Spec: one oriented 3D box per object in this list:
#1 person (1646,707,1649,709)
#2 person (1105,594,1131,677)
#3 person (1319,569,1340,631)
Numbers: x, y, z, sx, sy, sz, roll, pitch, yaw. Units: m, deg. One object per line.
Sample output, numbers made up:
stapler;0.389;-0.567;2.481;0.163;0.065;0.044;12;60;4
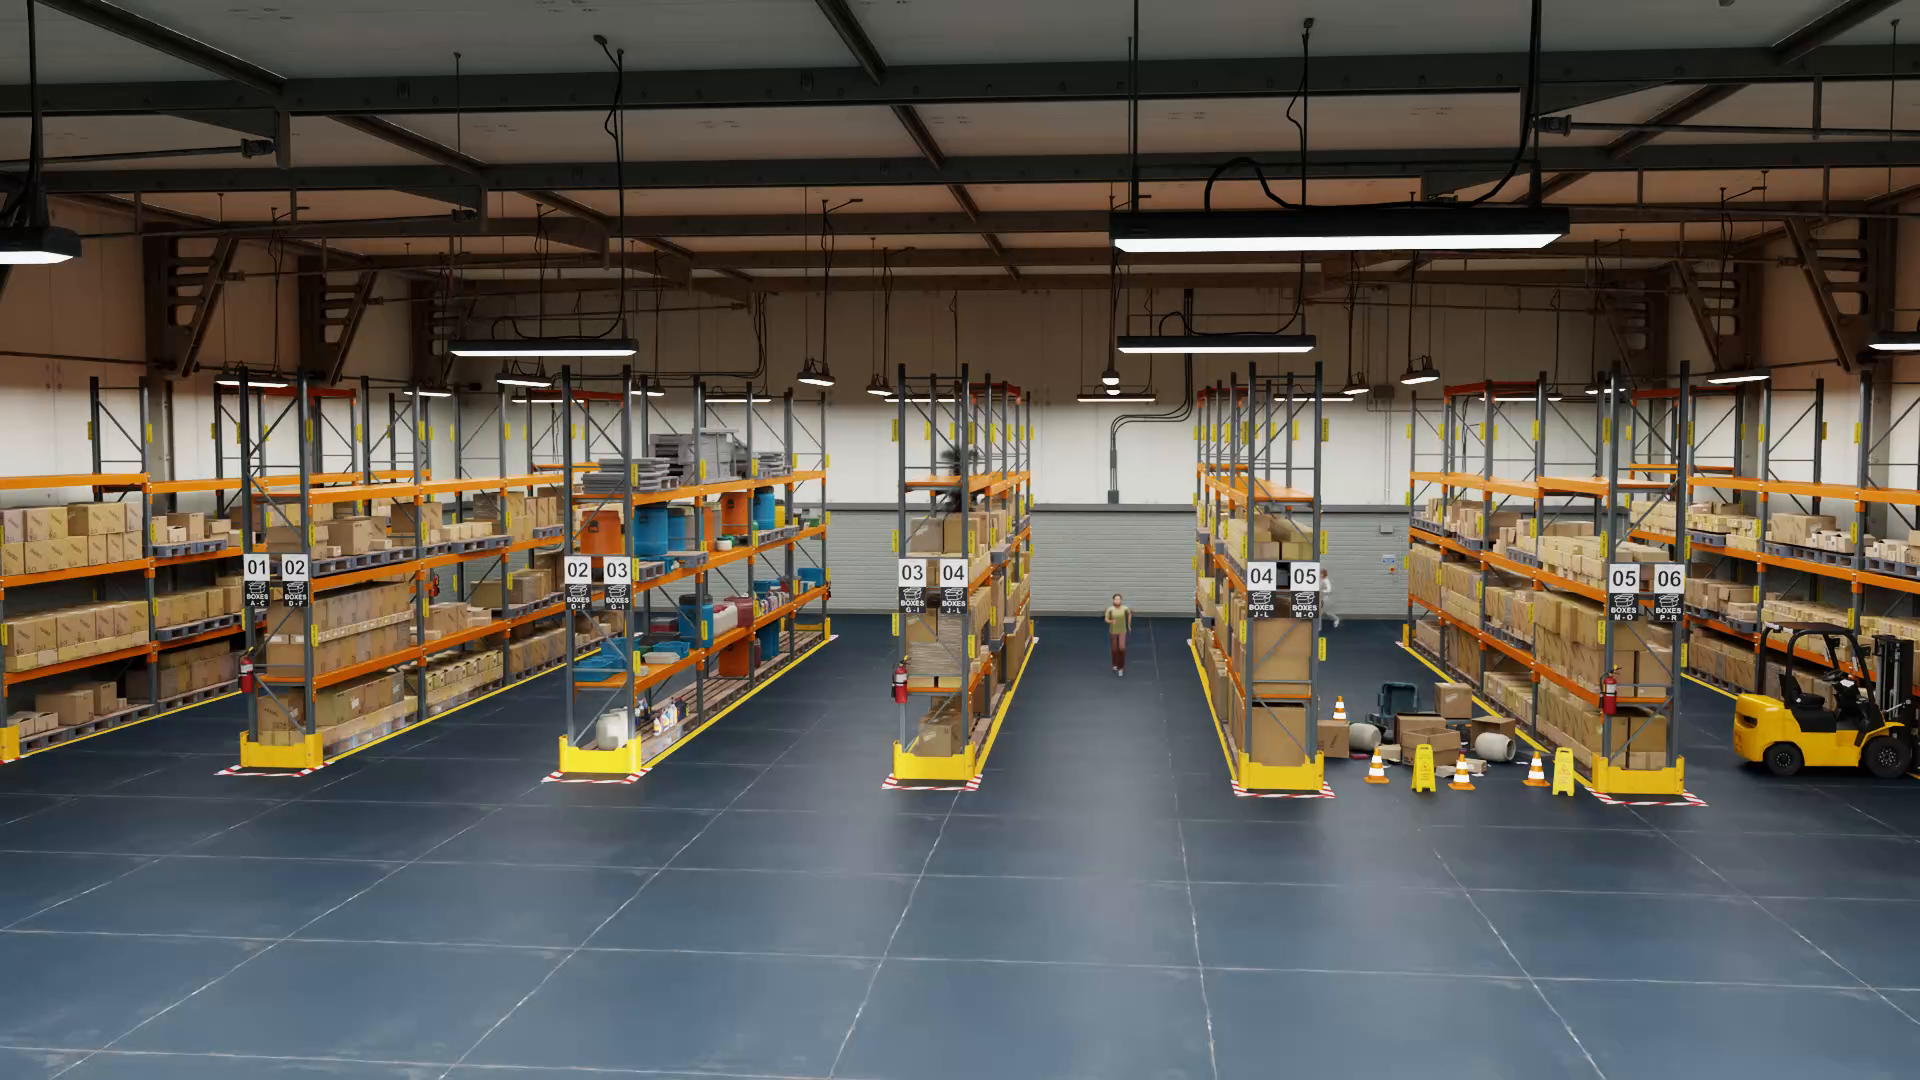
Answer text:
person;11.677;2.393;28.816;0.686;1.535;0.817;-1;4;-12
person;3.267;1.961;34.428;0.549;1.713;0.802;0;4;6
person;9.212;1.565;41.942;0.783;1.471;0.541;-1;4;-21
